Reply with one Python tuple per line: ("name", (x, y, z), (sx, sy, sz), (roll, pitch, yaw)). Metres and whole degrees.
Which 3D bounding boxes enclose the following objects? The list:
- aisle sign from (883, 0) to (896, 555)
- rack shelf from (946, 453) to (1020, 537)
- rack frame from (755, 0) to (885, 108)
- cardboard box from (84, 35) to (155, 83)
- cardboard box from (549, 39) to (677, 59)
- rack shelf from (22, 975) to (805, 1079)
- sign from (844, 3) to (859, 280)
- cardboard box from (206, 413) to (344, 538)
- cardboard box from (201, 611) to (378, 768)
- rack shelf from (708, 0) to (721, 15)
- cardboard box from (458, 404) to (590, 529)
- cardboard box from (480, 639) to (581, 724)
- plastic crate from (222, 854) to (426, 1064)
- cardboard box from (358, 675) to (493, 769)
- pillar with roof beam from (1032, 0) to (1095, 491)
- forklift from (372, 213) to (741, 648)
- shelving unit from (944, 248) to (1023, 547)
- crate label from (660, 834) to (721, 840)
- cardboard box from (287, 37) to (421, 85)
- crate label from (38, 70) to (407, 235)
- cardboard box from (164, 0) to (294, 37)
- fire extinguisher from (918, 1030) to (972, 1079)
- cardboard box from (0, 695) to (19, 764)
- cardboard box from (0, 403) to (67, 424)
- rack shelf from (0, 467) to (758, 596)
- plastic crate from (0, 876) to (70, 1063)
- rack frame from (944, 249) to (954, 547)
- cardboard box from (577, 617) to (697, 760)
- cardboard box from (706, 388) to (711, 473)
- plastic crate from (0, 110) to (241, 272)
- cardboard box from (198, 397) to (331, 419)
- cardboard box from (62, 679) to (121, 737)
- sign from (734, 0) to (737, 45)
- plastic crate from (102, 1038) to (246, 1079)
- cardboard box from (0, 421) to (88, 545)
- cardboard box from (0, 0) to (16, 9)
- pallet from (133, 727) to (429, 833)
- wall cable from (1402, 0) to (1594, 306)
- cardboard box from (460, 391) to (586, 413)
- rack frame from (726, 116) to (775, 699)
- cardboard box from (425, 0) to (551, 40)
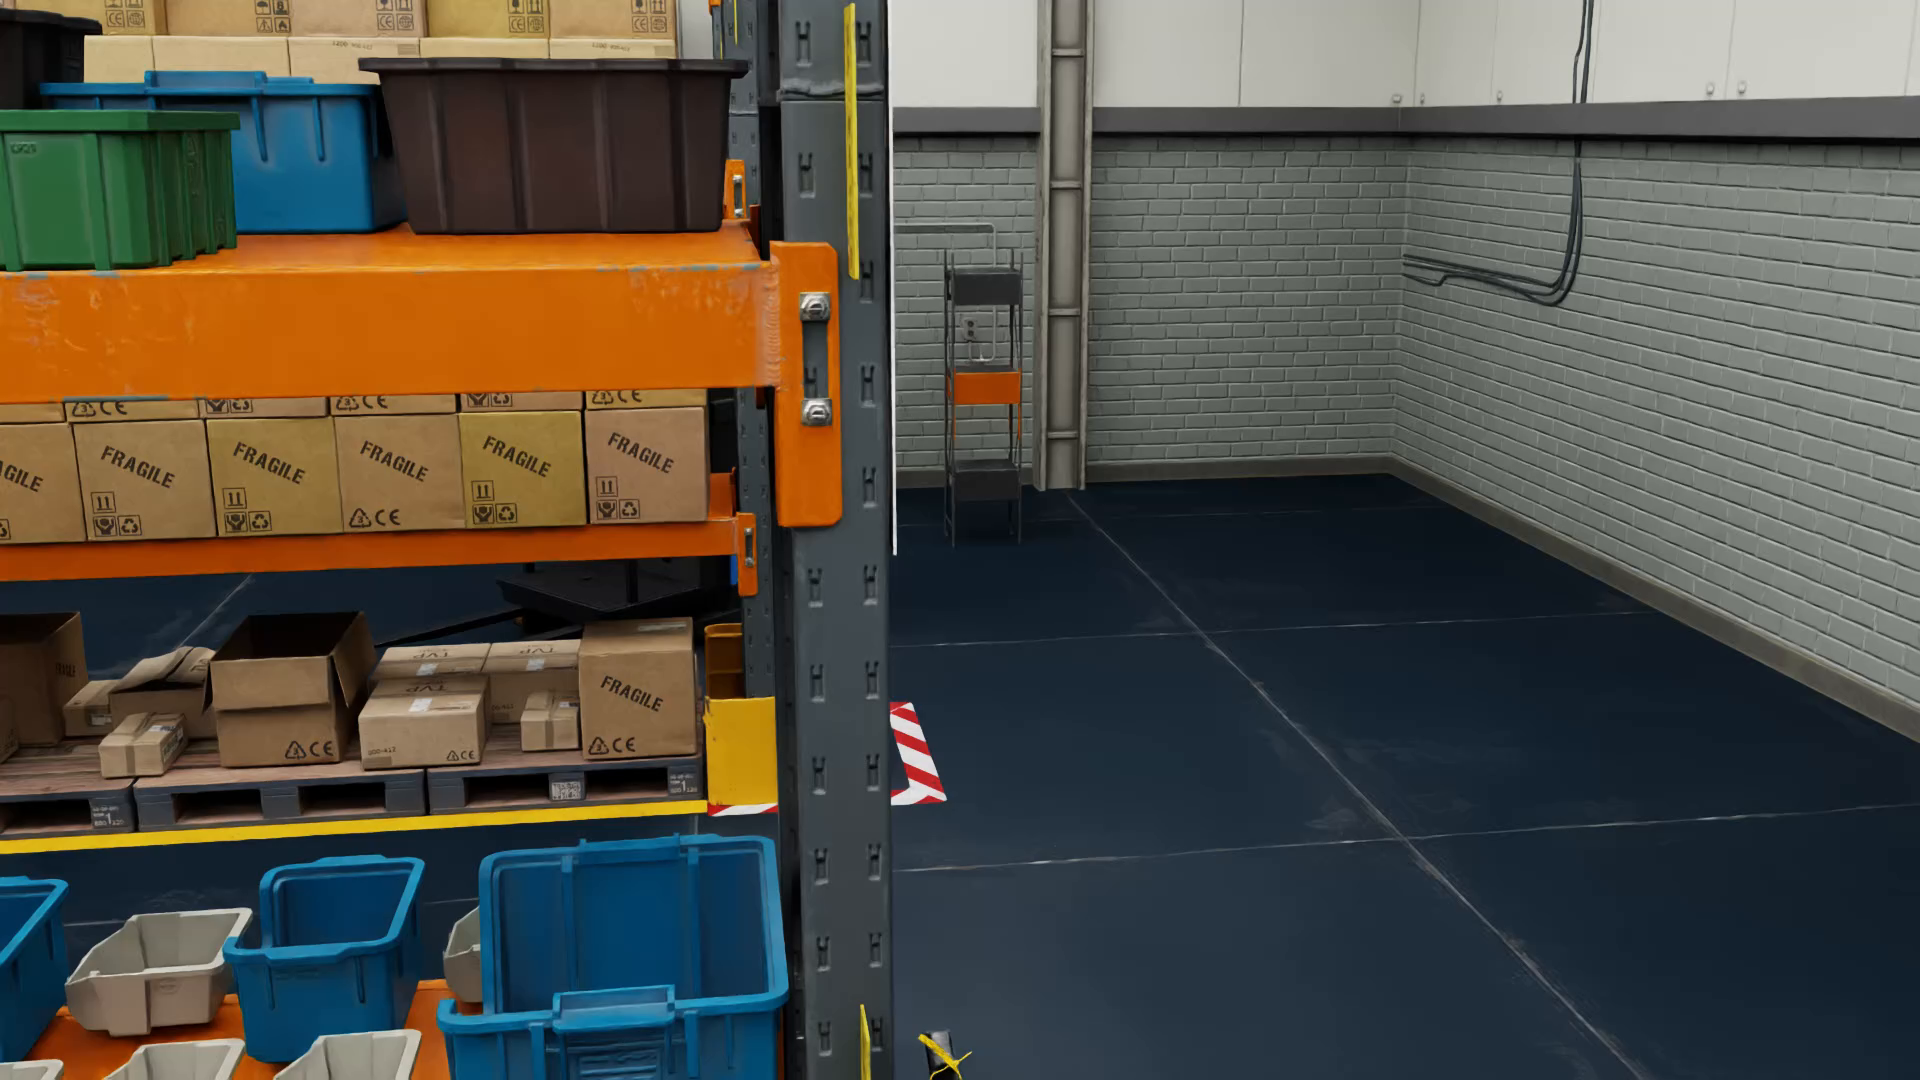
("aisle sign", (-0.117, -0.409, 2.343), (0.004, 0.787, 0.394), (-2, 14, -8))
("rack shelf", (0.164, -0.332, 12.164), (0.480, 0.518, 0.431), (-2, 14, -8))
("rack frame", (-0.232, -2.126, 2.200), (0.127, 3.000, 1.000), (-2, 14, -8))
("cardboard box", (-3.413, -1.879, 6.663), (0.500, 0.250, 0.500), (-2, 14, -8))
("cardboard box", (-1.436, -1.953, 6.955), (0.500, 0.250, 0.500), (-2, 14, -8))
("rack shelf", (-2.210, 1.205, 2.729), (4.000, 0.370, 1.077), (-2, 14, -8))
("sign", (-0.134, -0.489, 2.053), (0.005, 0.325, 0.100), (-2, 14, -8))
("cardboard box", (-2.874, -0.320, 7.126), (0.500, 0.500, 0.500), (-2, 14, -9))
("cardboard box", (-3.065, 0.665, 7.630), (0.637, 0.503, 0.797), (-2, 14, -8))
("rack shelf", (-3.686, -3.894, 11.550), (4.000, 0.370, 1.077), (-2, 14, -8))
("cardboard box", (-1.881, -0.355, 7.265), (0.500, 0.500, 0.500), (-2, 14, -8))
("cardboard box", (-2.041, 0.682, 8.084), (0.500, 0.250, 0.500), (-2, 14, -8))
("plastic crate", (-1.176, 0.790, 3.128), (0.300, 0.233, 0.416), (-2, 14, -8))
("cardboard box", (-2.411, 0.819, 7.539), (0.500, 0.250, 0.500), (-2, 14, -8))
("pillar with roof beam", (1.474, -3.780, 8.793), (0.400, 9.000, 9.100), (-2, 14, -8))
("forklift", (-2.040, -0.851, 9.590), (1.130, 2.935, 3.031), (12, 18, 40))
("shelving unit", (0.164, -1.024, 11.990), (0.503, 2.100, 0.431), (-2, 14, -8))
("crate label", (-0.525, 0.766, 3.223), (0.303, 0.233, 0.416), (-2, 14, -8))
("cardboard box", (-2.426, -1.917, 6.814), (0.500, 0.250, 0.500), (-2, 14, -8))
("crate label", (-1.193, -0.643, 2.760), (0.502, 0.251, 0.408), (-2, 14, -8))
("cardboard box", (-2.966, -2.336, 6.944), (0.500, 0.500, 0.700), (-2, 14, -8))
("fire extinguisher", (-0.015, 1.106, 2.571), (0.183, 0.674, 0.296), (-2, 14, -8))
("cardboard box", (-4.474, 0.865, 7.230), (0.500, 0.311, 0.500), (-2, 14, -8))
("cardboard box", (-3.904, -0.765, 6.843), (0.500, 0.500, 0.500), (-3, 14, -10))
("rack shelf", (-2.944, 0.014, 7.480), (4.000, 0.370, 1.077), (-2, 14, -8))
("plastic crate", (-1.827, 0.813, 3.033), (0.300, 0.233, 0.416), (-2, 14, -8))
("rack frame", (-0.078, -1.016, 11.955), (0.015, 2.100, 0.400), (-2, 14, -8))
("cardboard box", (-1.467, 0.670, 7.617), (0.500, 0.500, 0.500), (-2, 14, -8))
("cardboard box", (-1.444, -0.504, 7.858), (0.500, 0.500, 0.500), (-2, 14, -7))
("plastic crate", (-1.165, -0.464, 2.175), (0.336, 0.188, 0.450), (-2, 14, -8))
("cardboard box", (-2.885, -0.802, 6.992), (0.500, 0.500, 0.500), (-2, 14, -7))
("cardboard box", (-4.039, 0.790, 7.863), (0.250, 0.149, 0.380), (-2, 14, -8))
("sign", (-0.903, -2.158, 6.674), (0.005, 0.325, 0.100), (-2, 14, -8))
("plastic crate", (-1.300, 0.963, 2.635), (0.243, 0.136, 0.396), (-2, 14, -8))
("cardboard box", (-3.871, -0.284, 6.981), (0.500, 0.500, 0.500), (-2, 14, -7))
("cardboard box", (-3.931, -2.262, 6.648), (0.500, 0.500, 0.700), (-2, 14, -8))
("pallet", (-3.033, 1.020, 7.721), (1.213, 0.211, 1.003), (-2, 14, -8))
("wall cable", (3.938, -3.122, 12.555), (0.112, 2.526, 3.097), (-2, 14, -8))
("cardboard box", (-1.865, -0.841, 7.146), (0.500, 0.500, 0.500), (-2, 14, -7))
("rack frame", (-0.966, -0.408, 7.682), (0.127, 3.000, 1.000), (-2, 14, -8))
("cardboard box", (-1.979, -2.376, 7.102), (0.500, 0.500, 0.700), (-2, 14, -8))
